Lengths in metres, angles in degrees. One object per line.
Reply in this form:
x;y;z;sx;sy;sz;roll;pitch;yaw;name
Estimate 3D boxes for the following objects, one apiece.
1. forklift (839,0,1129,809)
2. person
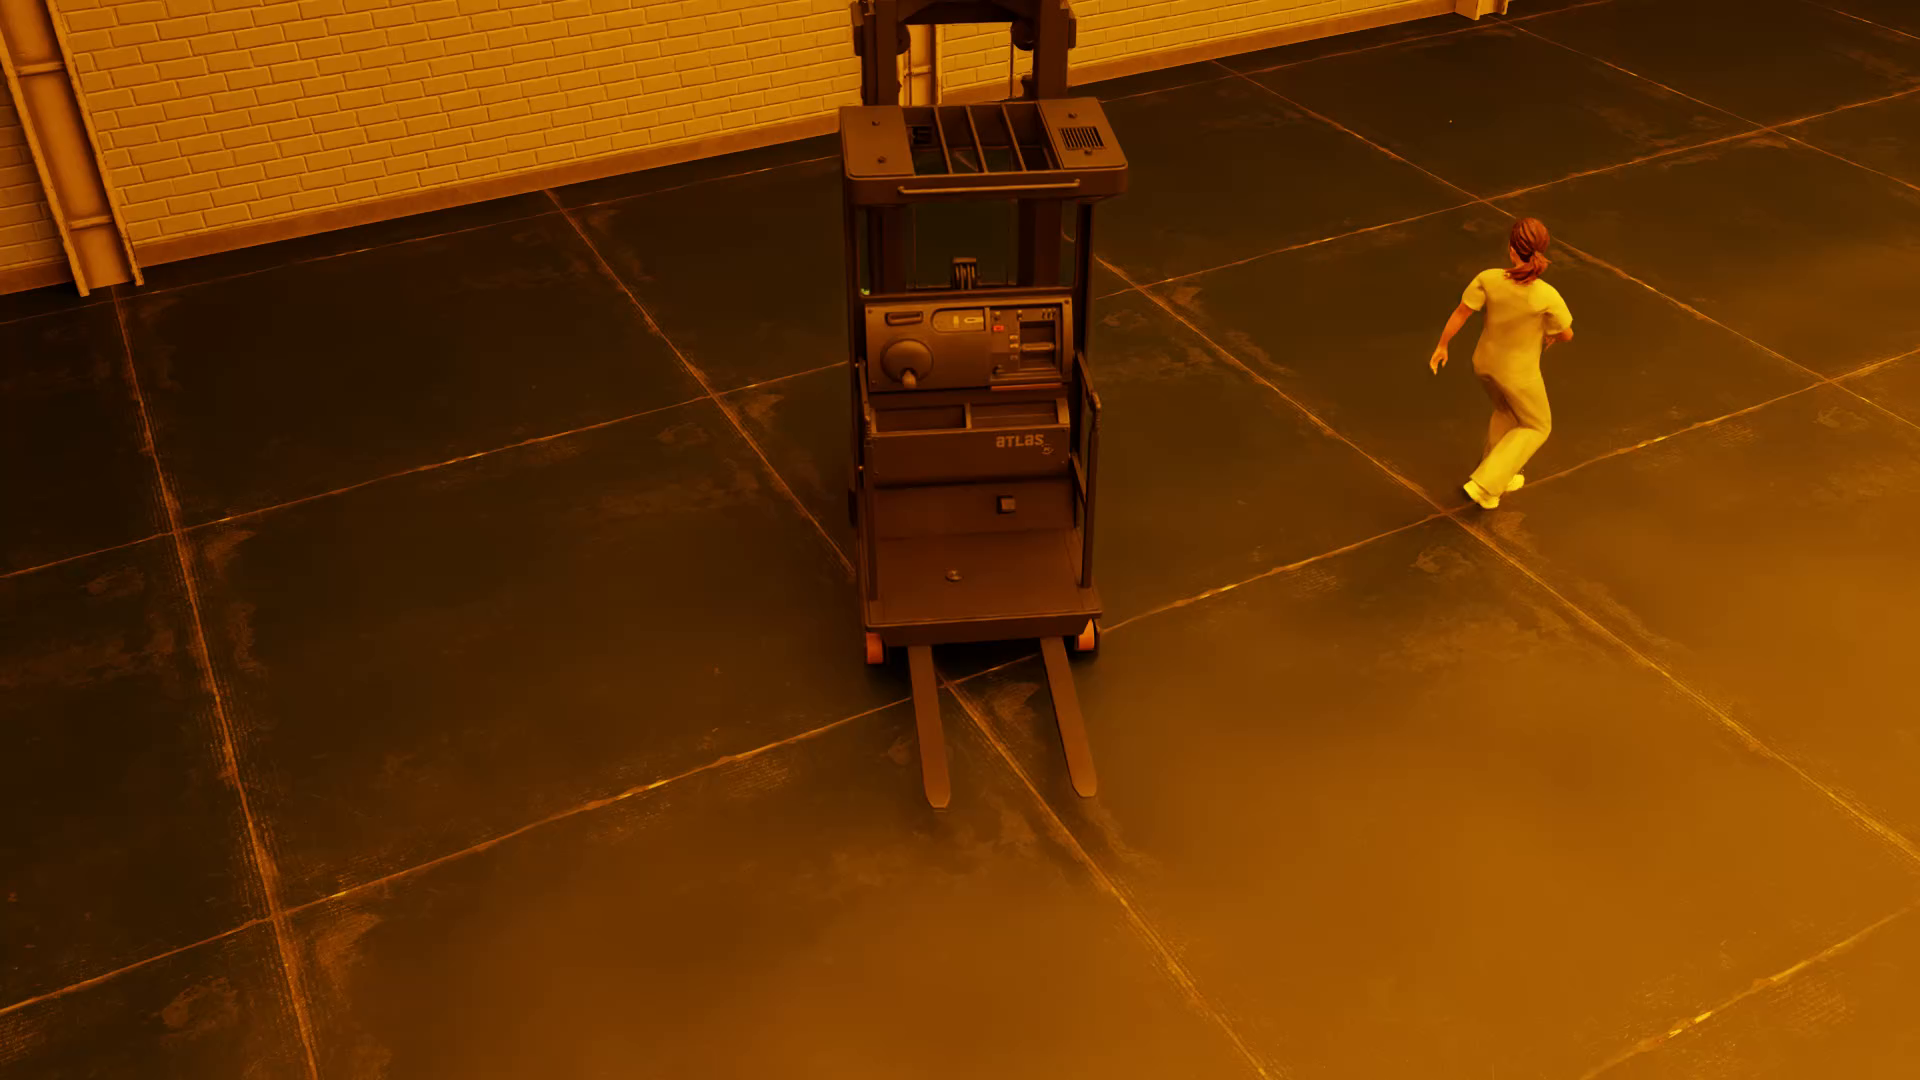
0.066;-0.818;7.280;1.130;2.935;3.031;-3;35;-5;forklift
2.799;-0.907;8.552;0.606;1.621;0.586;-21;40;-27;person
